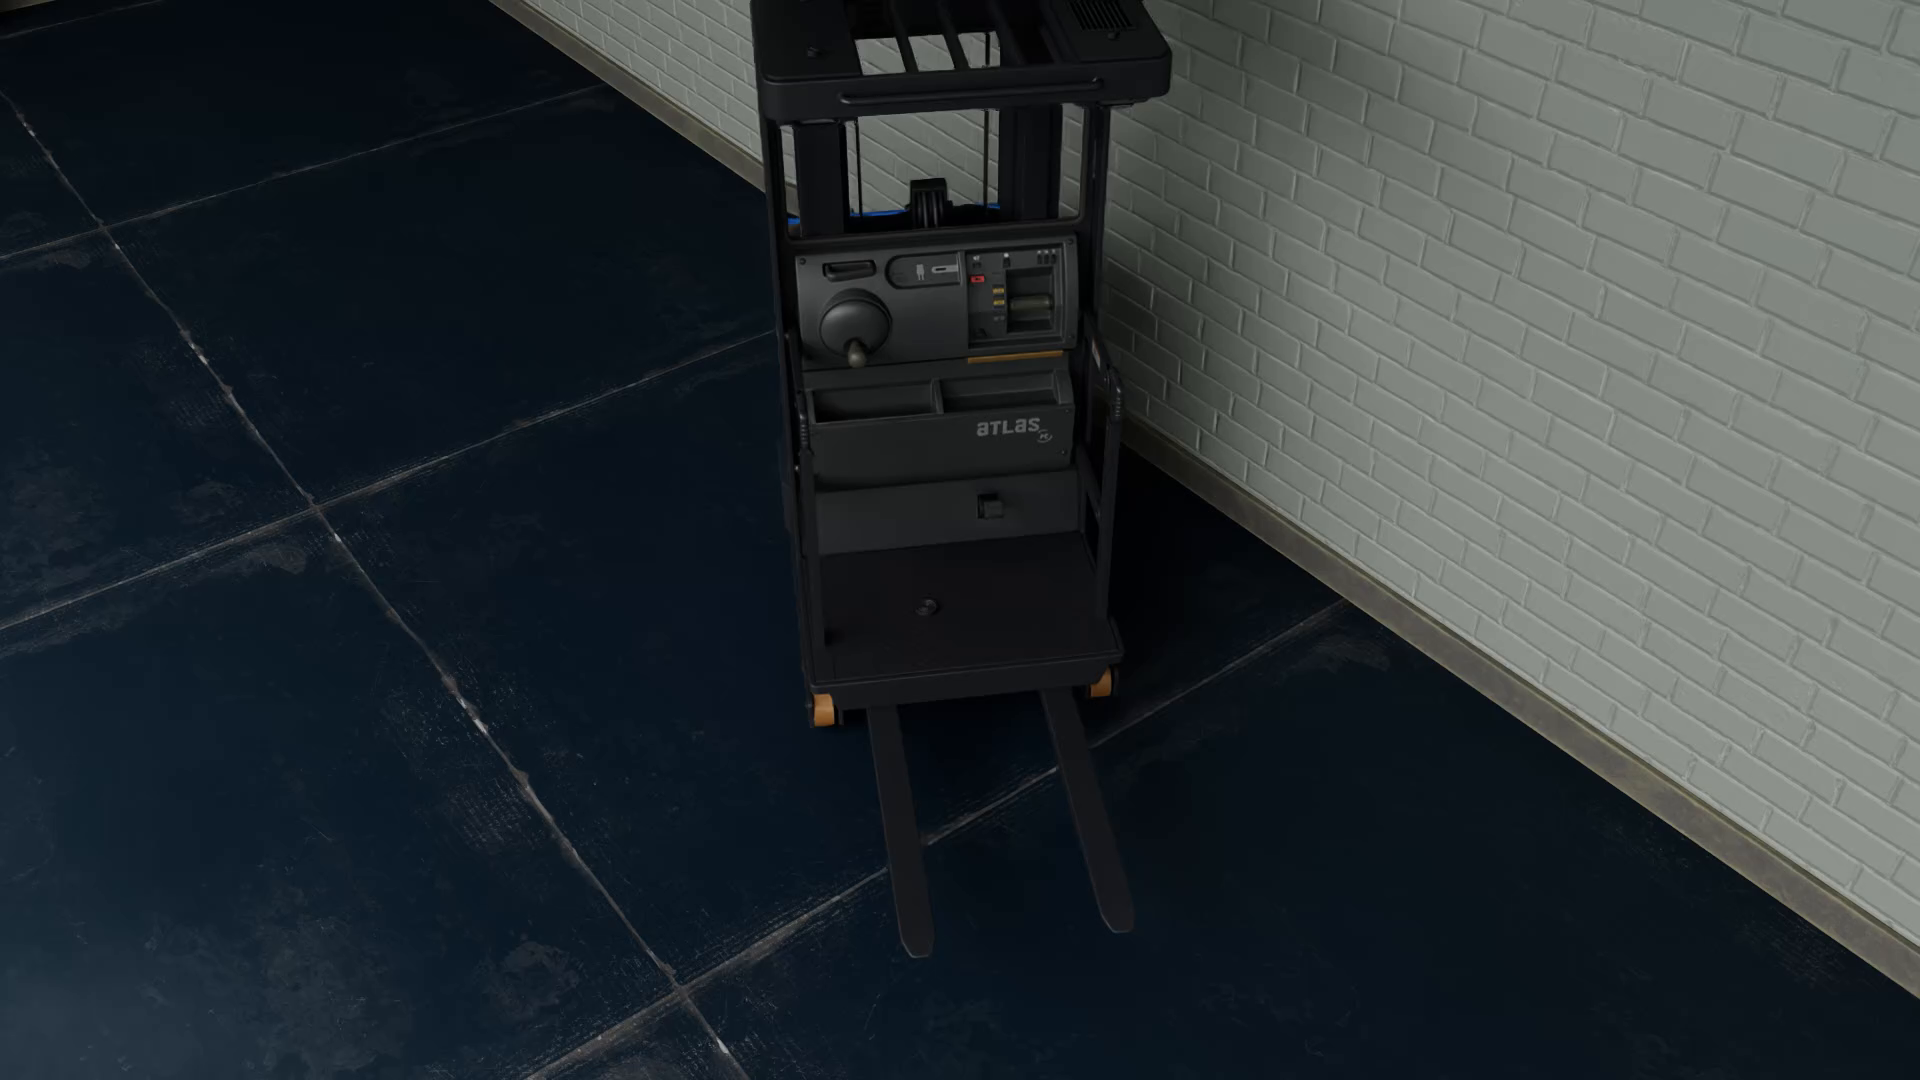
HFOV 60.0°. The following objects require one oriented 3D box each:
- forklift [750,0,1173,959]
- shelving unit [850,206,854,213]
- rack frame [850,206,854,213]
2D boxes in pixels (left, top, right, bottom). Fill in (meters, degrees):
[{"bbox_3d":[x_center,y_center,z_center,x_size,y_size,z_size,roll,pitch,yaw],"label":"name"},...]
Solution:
[{"bbox_3d":[-0.036,-0.711,5.305,1.130,2.935,3.031,-5,40,-7],"label":"forklift"},{"bbox_3d":[-0.476,-0.968,7.221,0.210,0.900,0.258,-25,46,-28],"label":"shelving unit"},{"bbox_3d":[-0.395,-1.007,7.268,0.006,0.900,0.240,-25,46,-28],"label":"rack frame"}]
